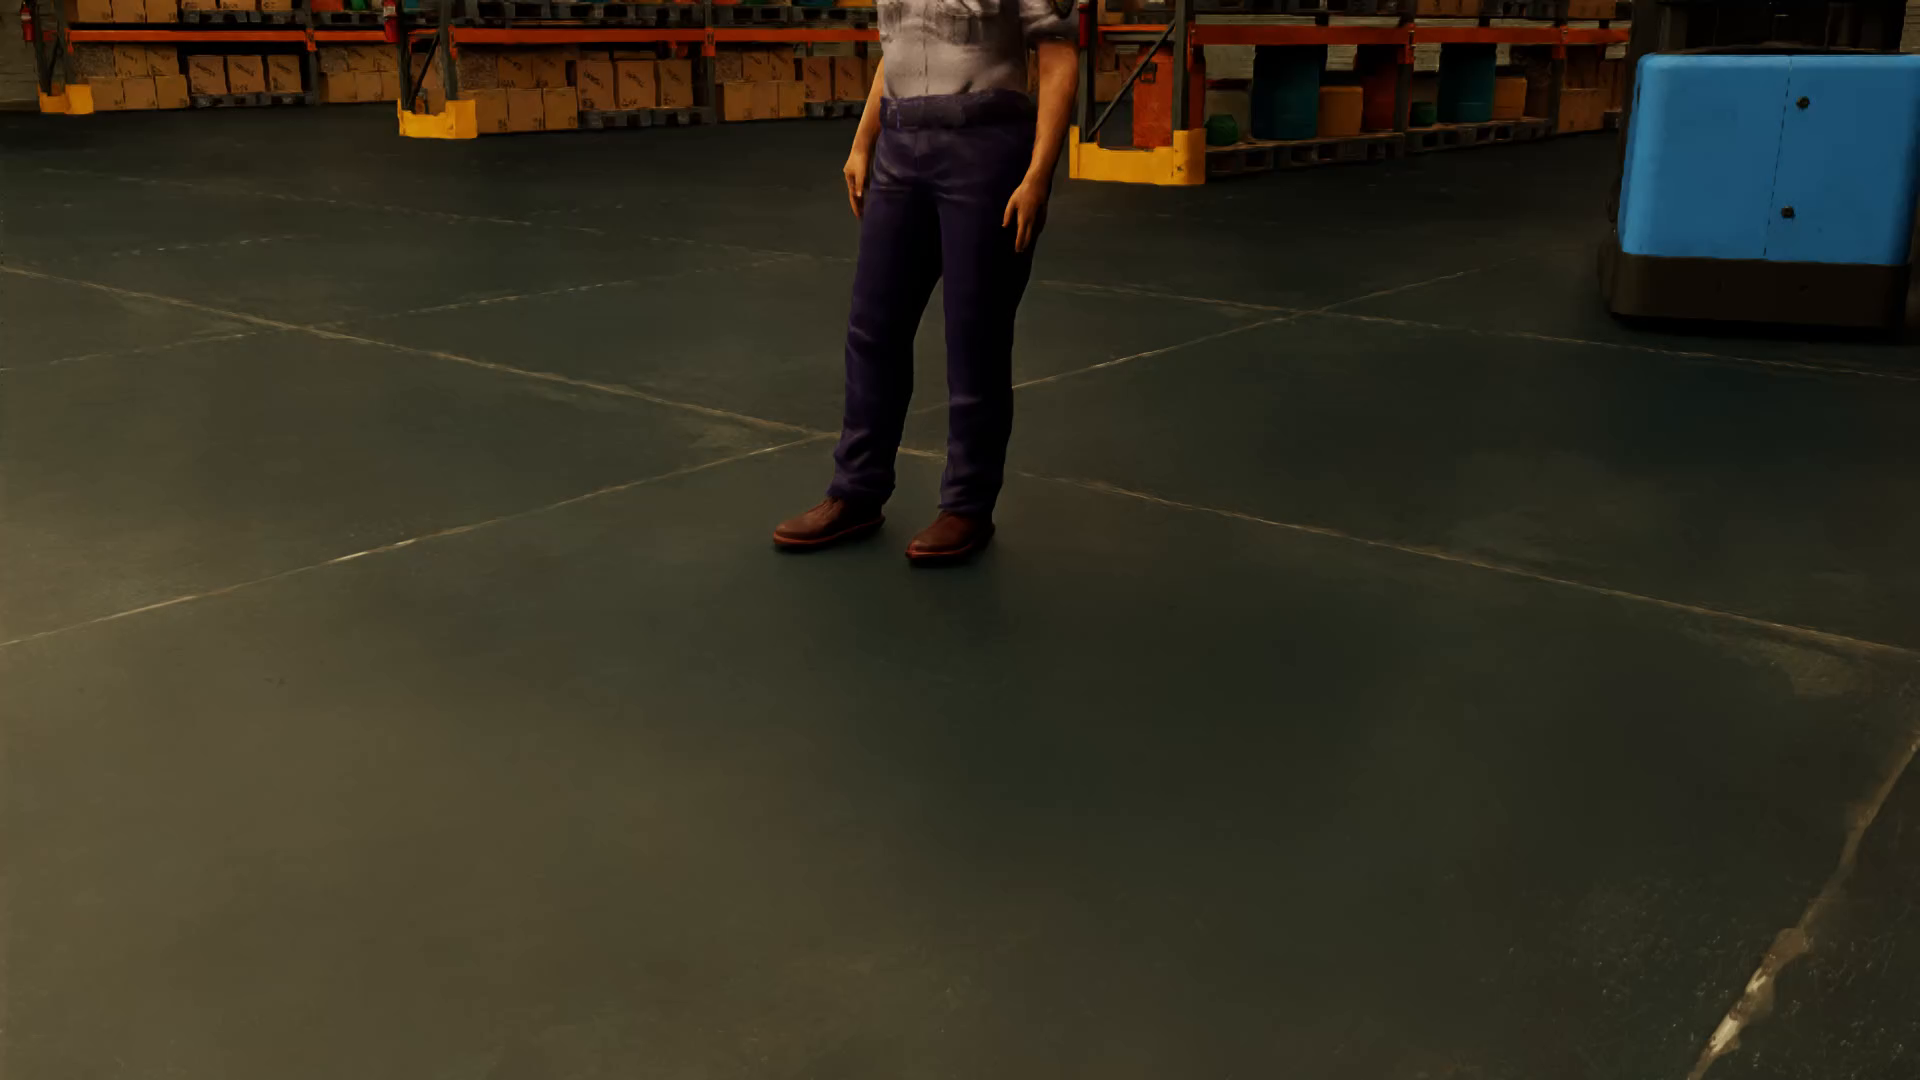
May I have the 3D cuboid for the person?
[{"bbox_3d":[-0.075,-0.779,3.648,0.599,1.650,0.502,13,21,37],"label":"person"}]

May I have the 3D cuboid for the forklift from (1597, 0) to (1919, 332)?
[{"bbox_3d":[3.617,-2.601,7.464,1.130,2.935,3.031,6,18,19],"label":"forklift"}]
